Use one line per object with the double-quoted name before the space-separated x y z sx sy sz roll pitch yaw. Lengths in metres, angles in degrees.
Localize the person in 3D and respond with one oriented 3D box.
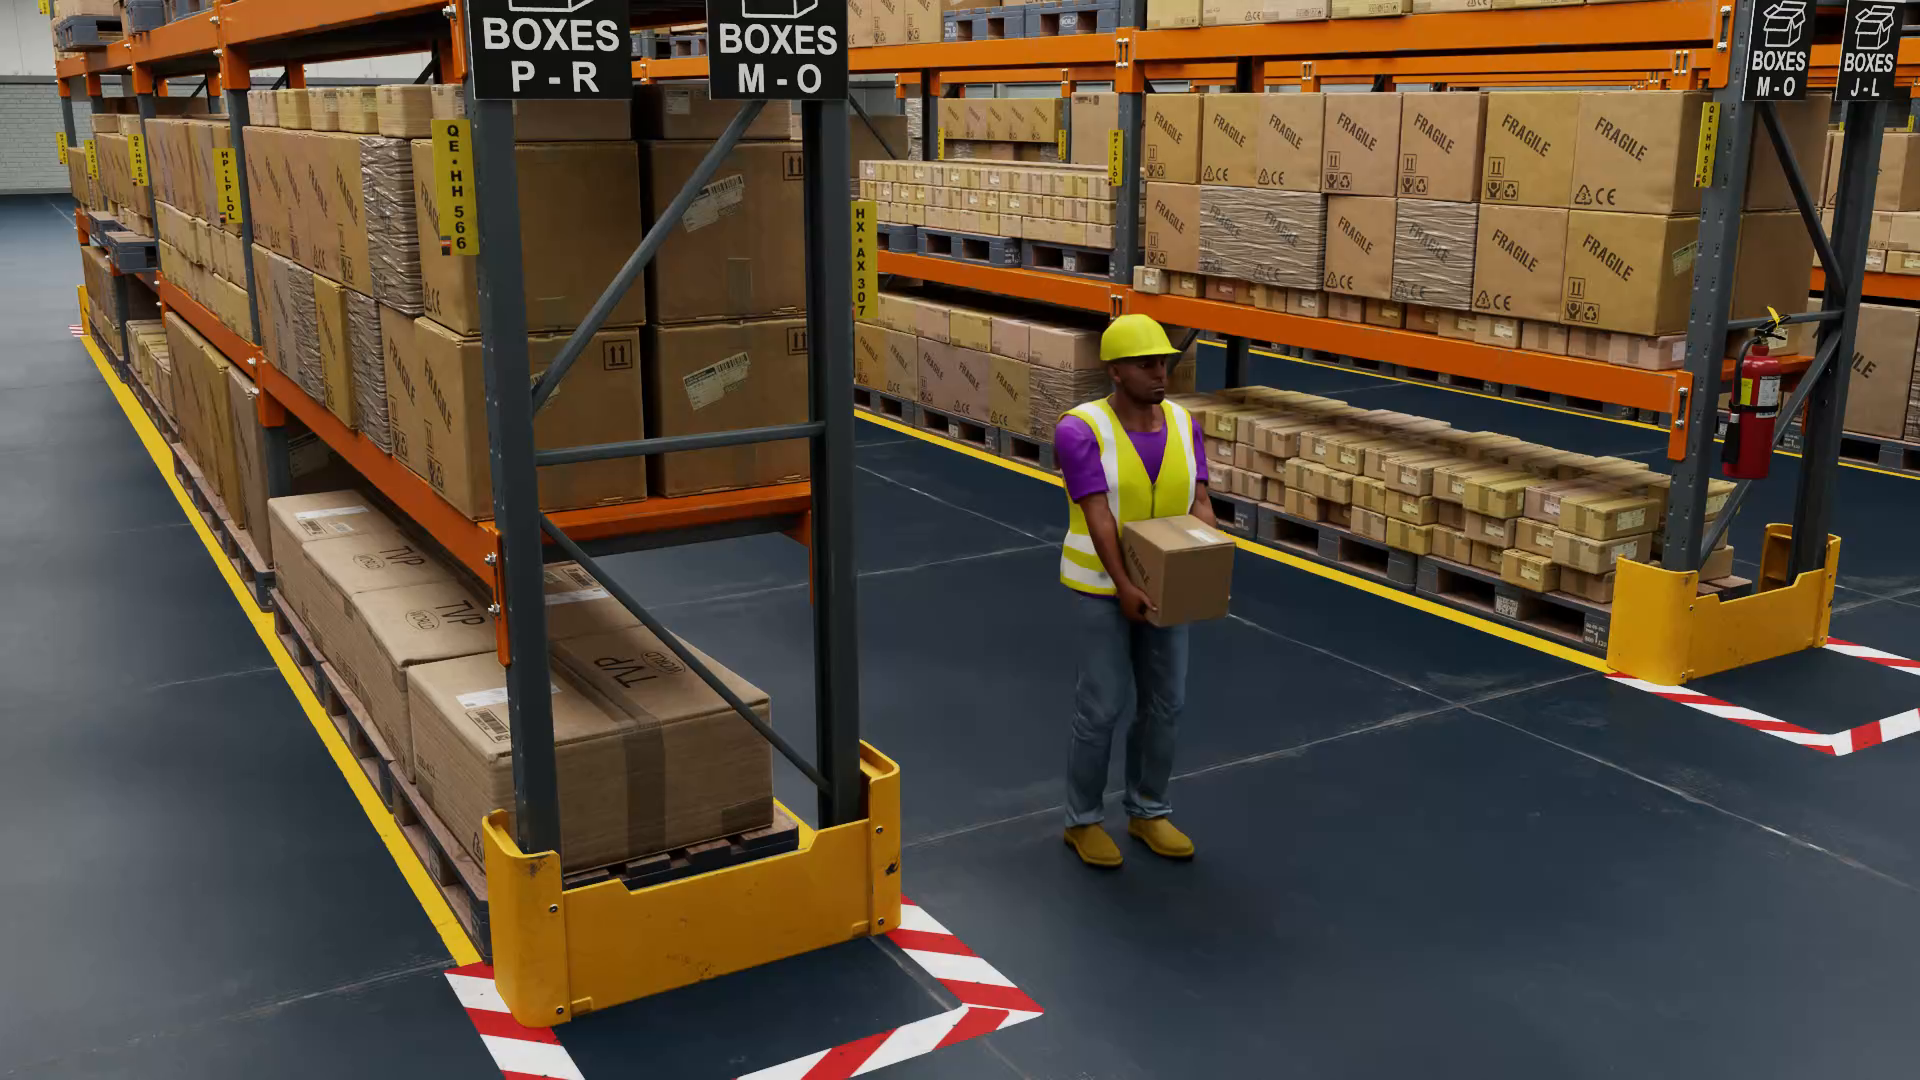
"person" 0.598 0.181 5.283 0.505 1.763 0.567 -7 16 -24
